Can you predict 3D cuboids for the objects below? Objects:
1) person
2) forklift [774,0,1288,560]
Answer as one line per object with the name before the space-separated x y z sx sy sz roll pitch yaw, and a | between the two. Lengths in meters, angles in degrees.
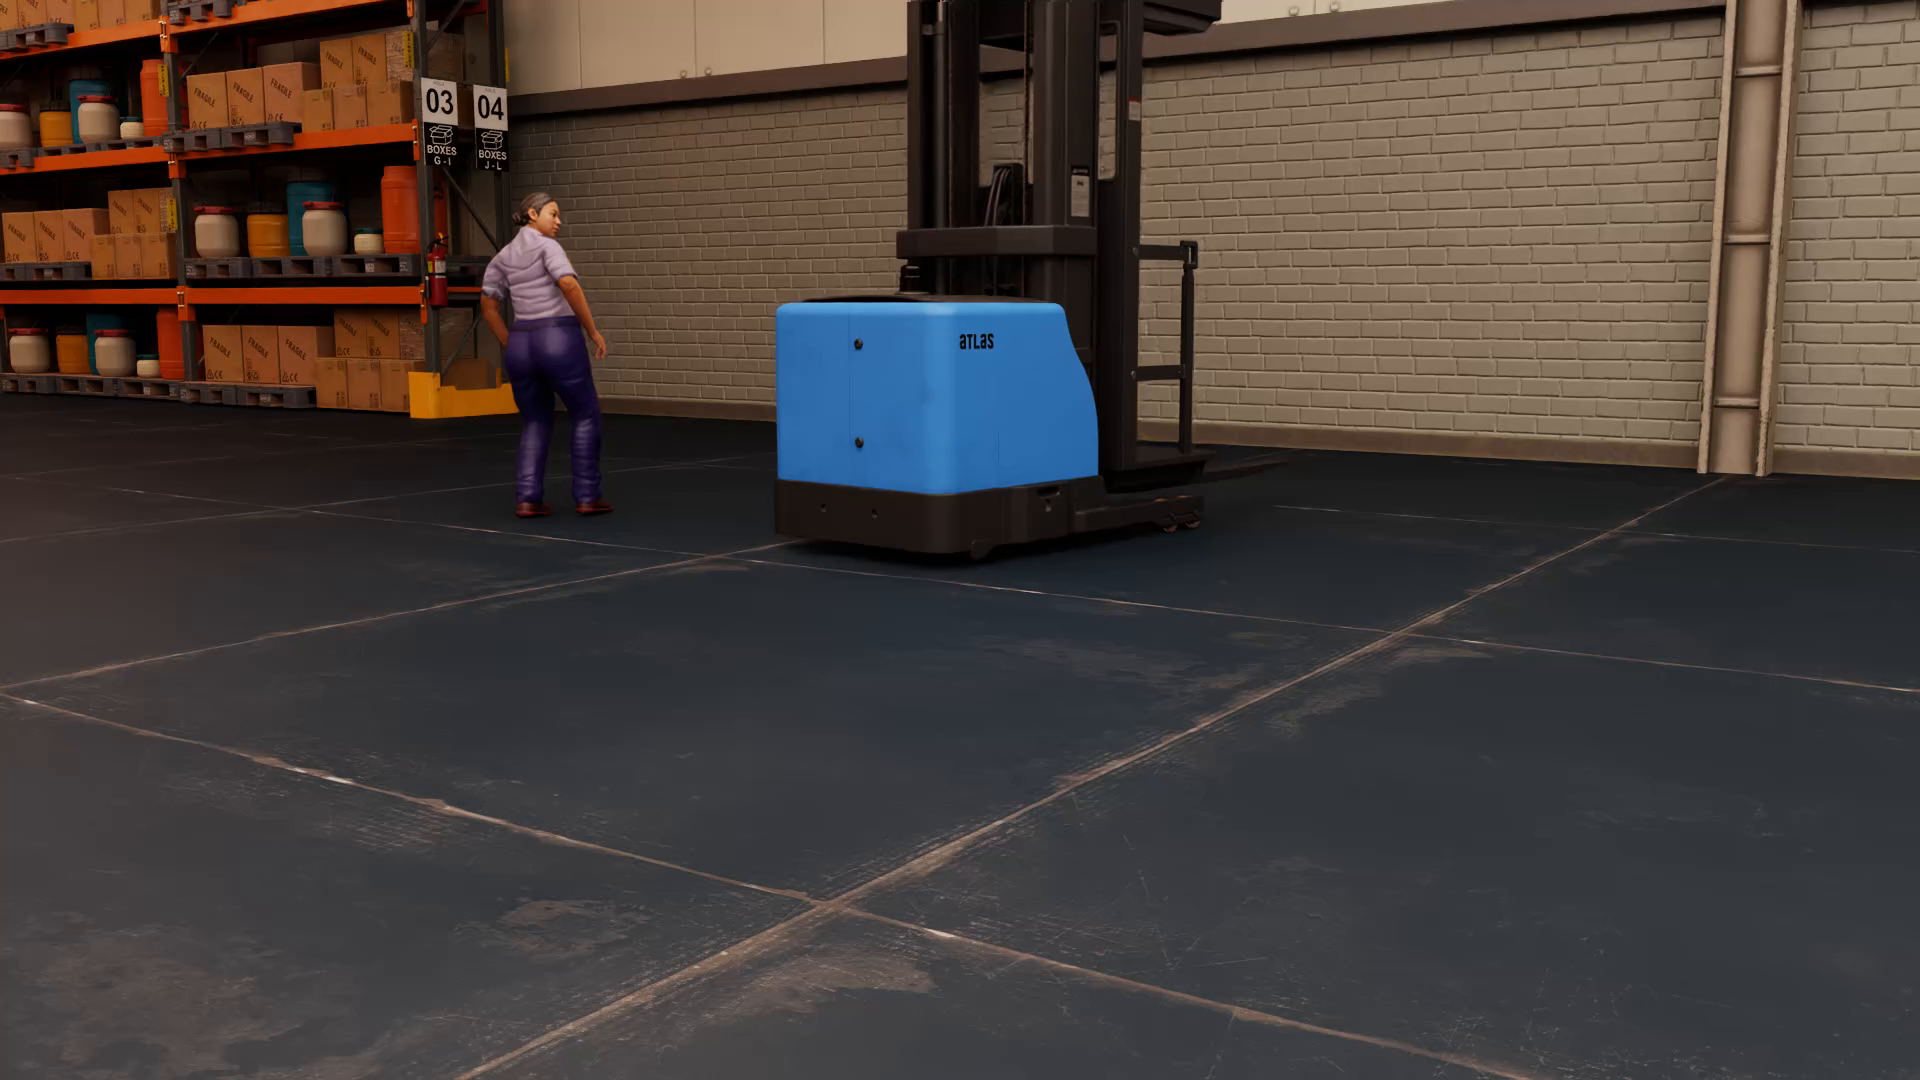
person | -2.086 -0.938 8.445 0.680 1.629 0.485 3 9 22
forklift | 0.531 -1.526 7.927 1.130 2.935 3.031 7 11 41
